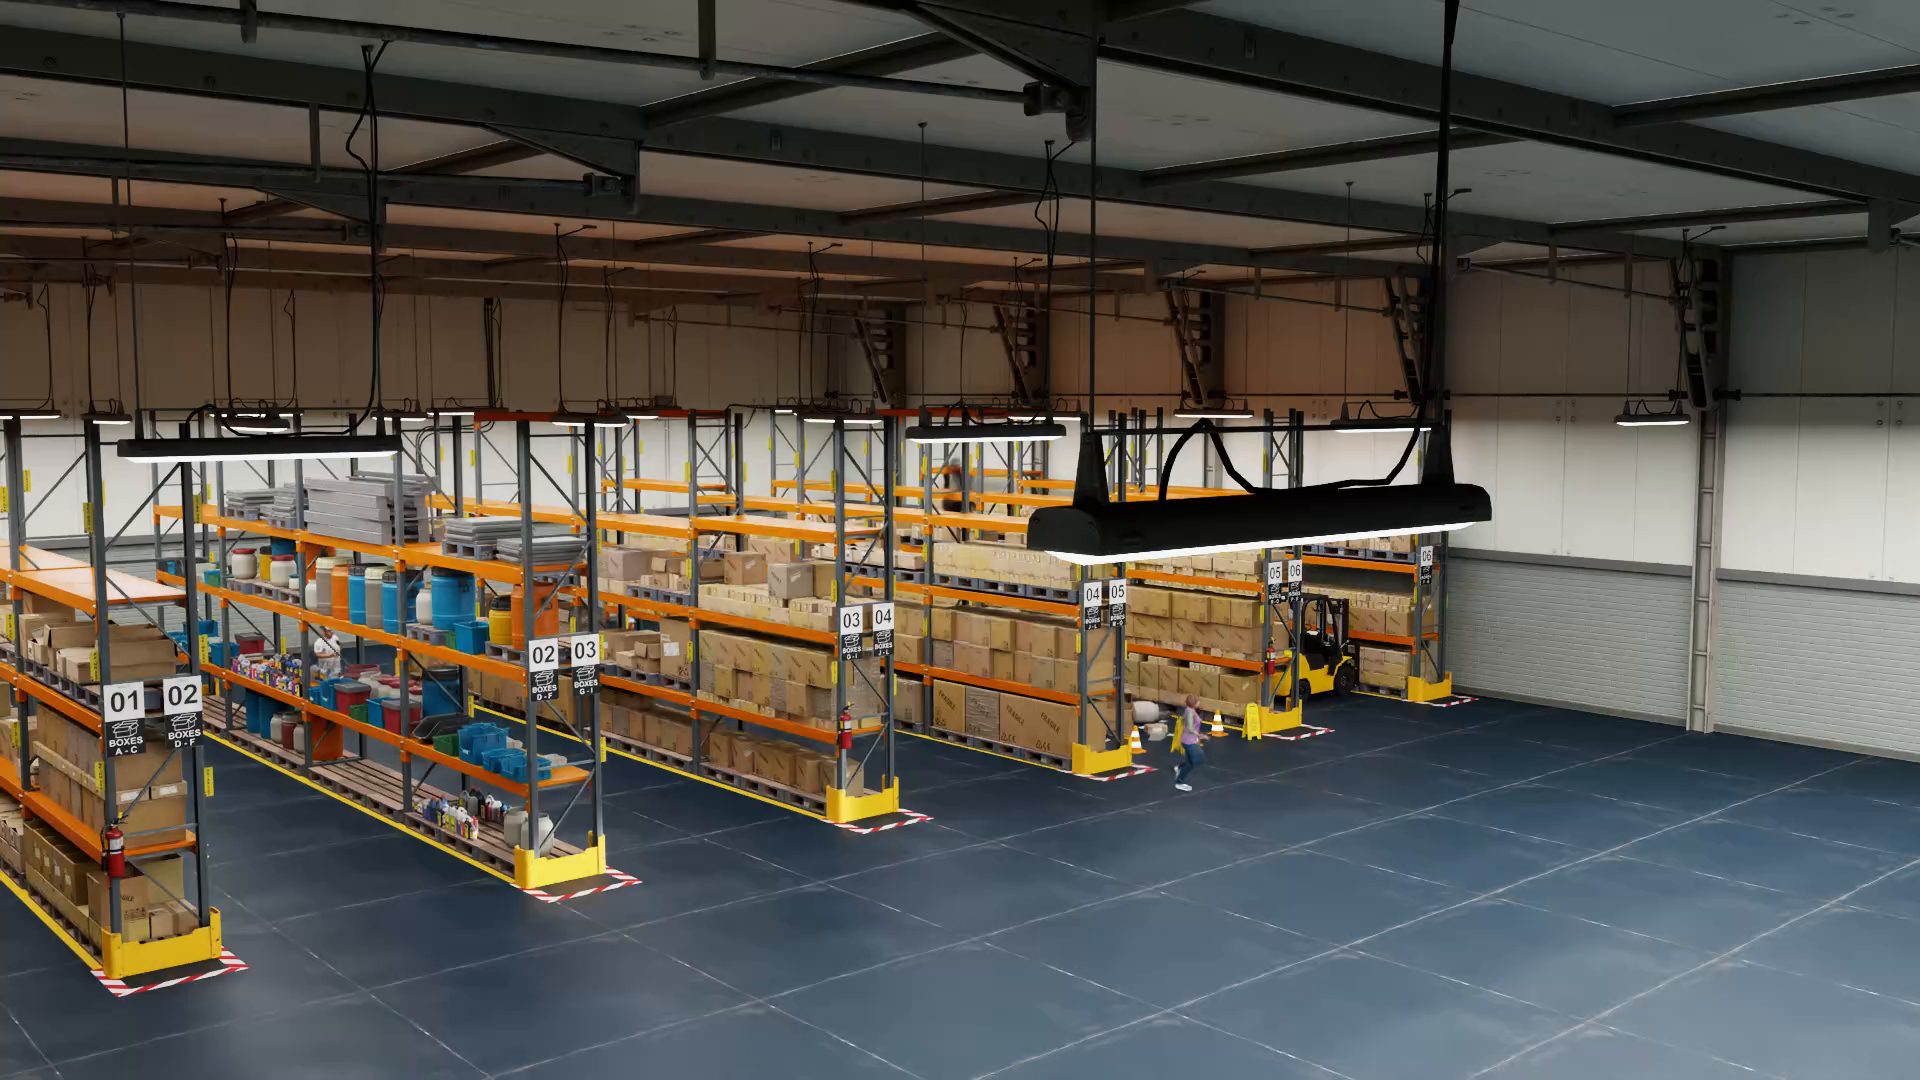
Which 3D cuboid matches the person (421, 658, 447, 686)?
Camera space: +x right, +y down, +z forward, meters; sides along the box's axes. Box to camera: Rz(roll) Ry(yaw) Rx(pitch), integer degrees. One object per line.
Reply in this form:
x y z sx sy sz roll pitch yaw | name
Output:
-9.298 2.874 29.862 0.636 1.699 0.650 5 7 43 | person

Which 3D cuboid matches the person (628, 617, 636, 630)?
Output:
-6.733 2.469 33.868 0.822 1.812 0.644 4 7 41 | person

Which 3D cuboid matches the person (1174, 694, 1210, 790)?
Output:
3.717 3.227 26.591 0.573 1.555 0.523 1 5 10 | person

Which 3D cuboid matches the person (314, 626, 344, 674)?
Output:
-12.548 2.556 33.060 0.872 1.841 0.630 4 7 41 | person
